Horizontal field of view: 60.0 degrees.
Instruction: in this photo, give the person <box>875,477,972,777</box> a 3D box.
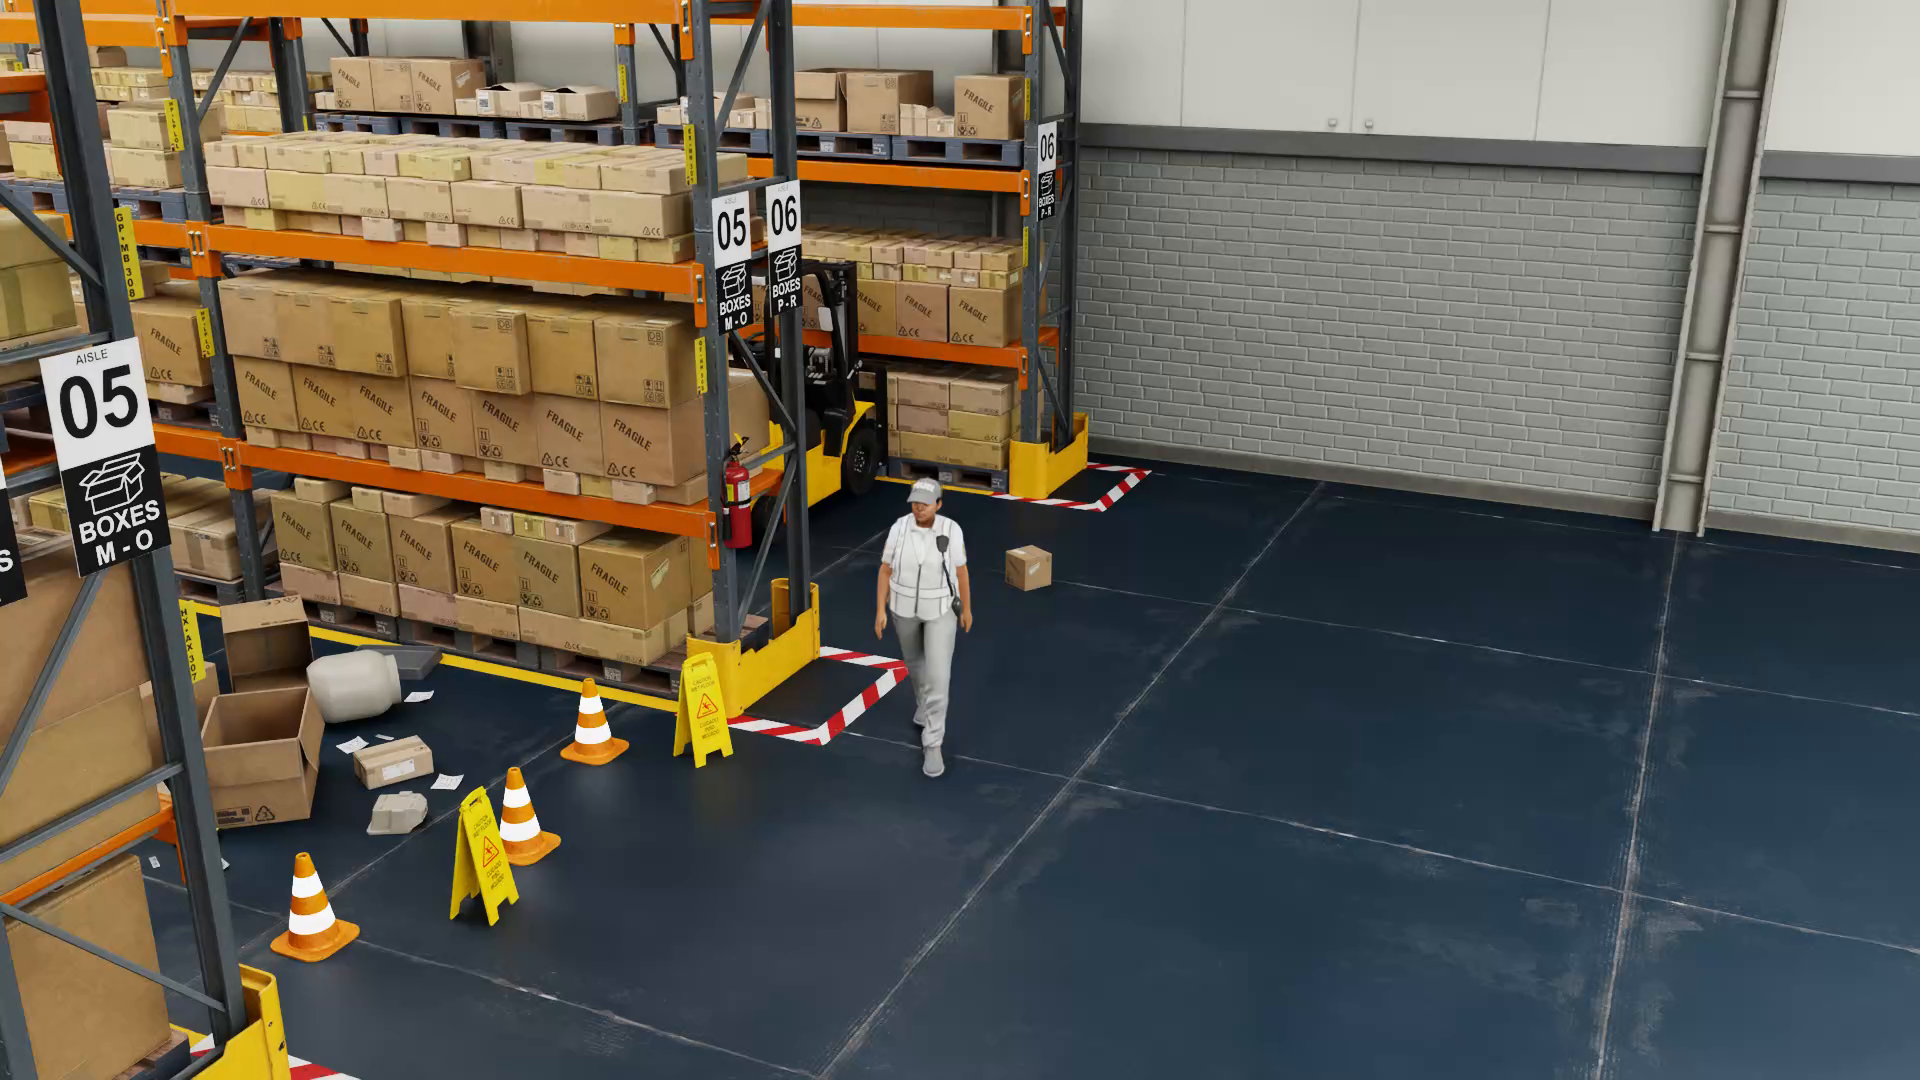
[{"bbox_3d":[-0.238,0.441,9.753,0.517,1.619,0.921,5,20,13],"label":"person"}]
